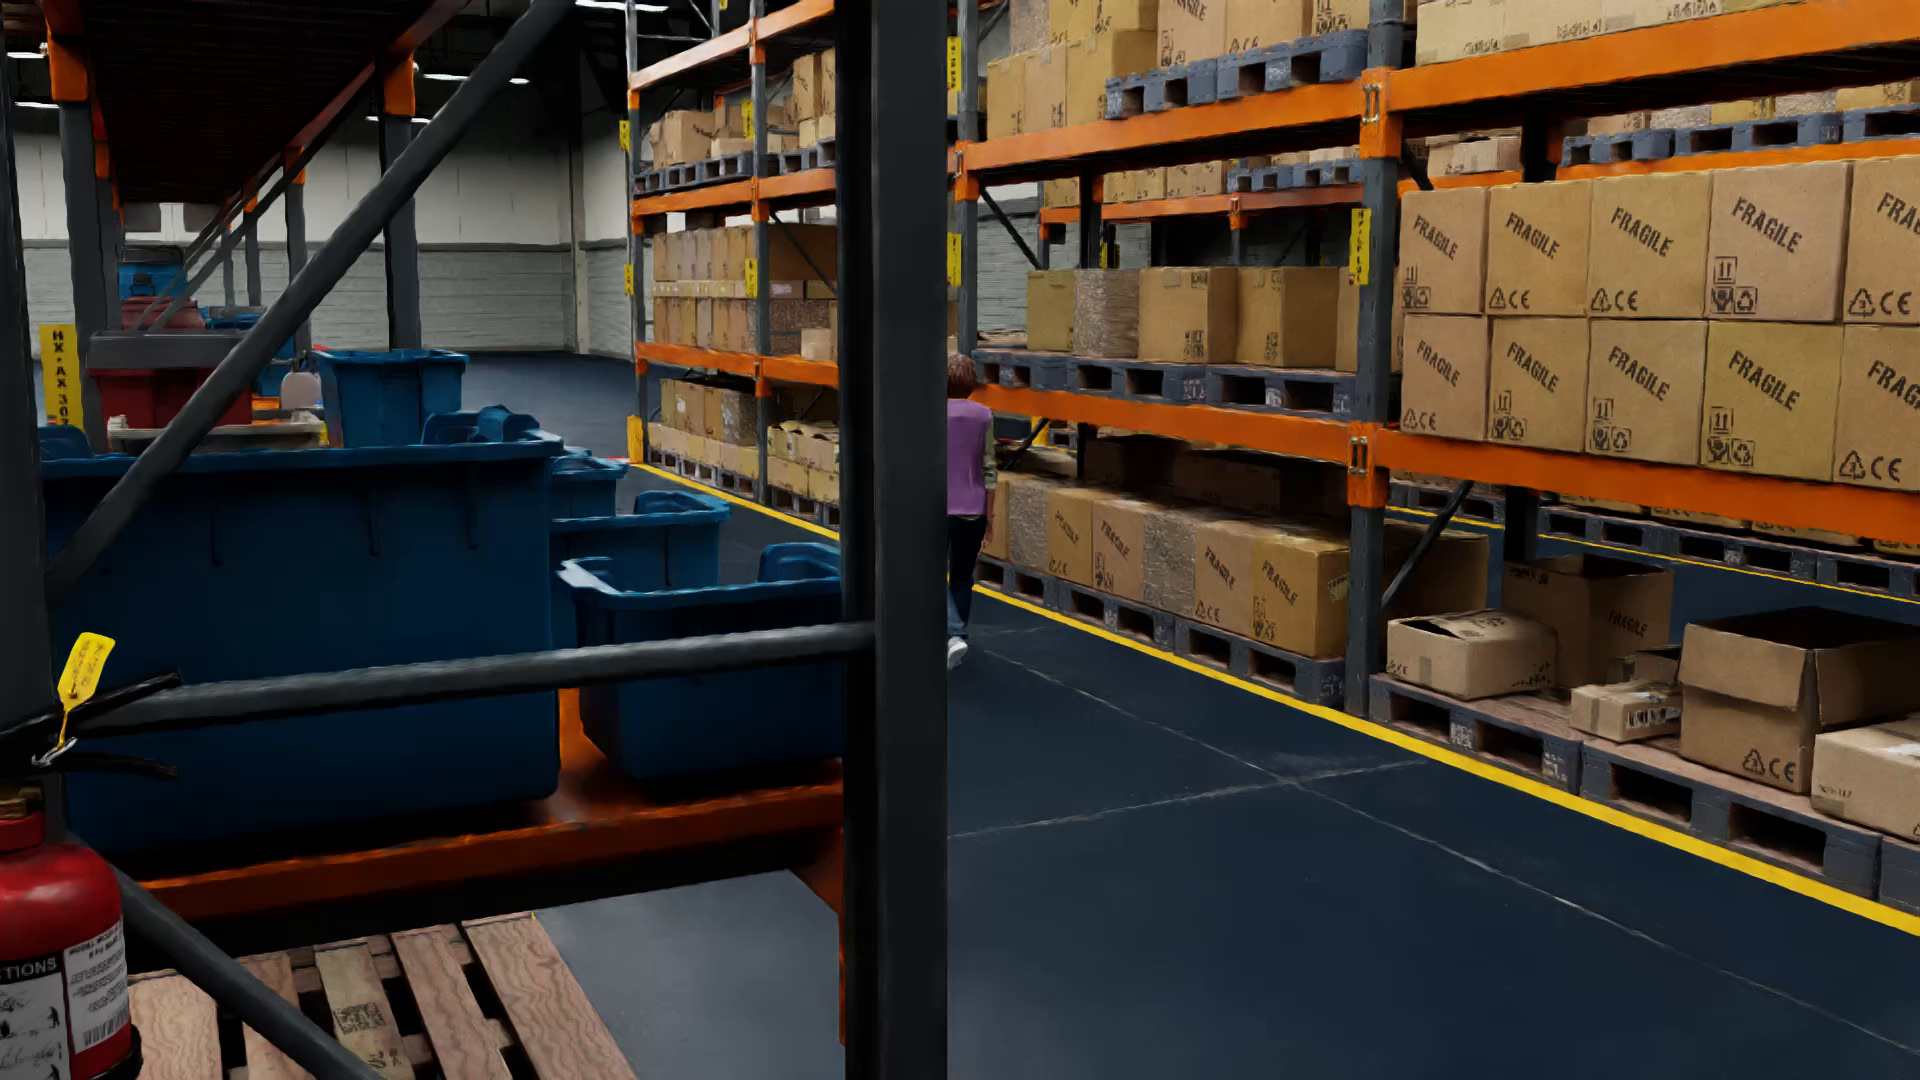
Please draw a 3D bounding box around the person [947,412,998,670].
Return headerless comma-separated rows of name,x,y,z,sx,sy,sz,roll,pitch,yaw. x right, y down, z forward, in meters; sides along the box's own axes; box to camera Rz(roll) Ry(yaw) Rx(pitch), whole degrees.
person,-0.020,-0.002,8.130,0.419,1.332,0.812,-3,9,-17
